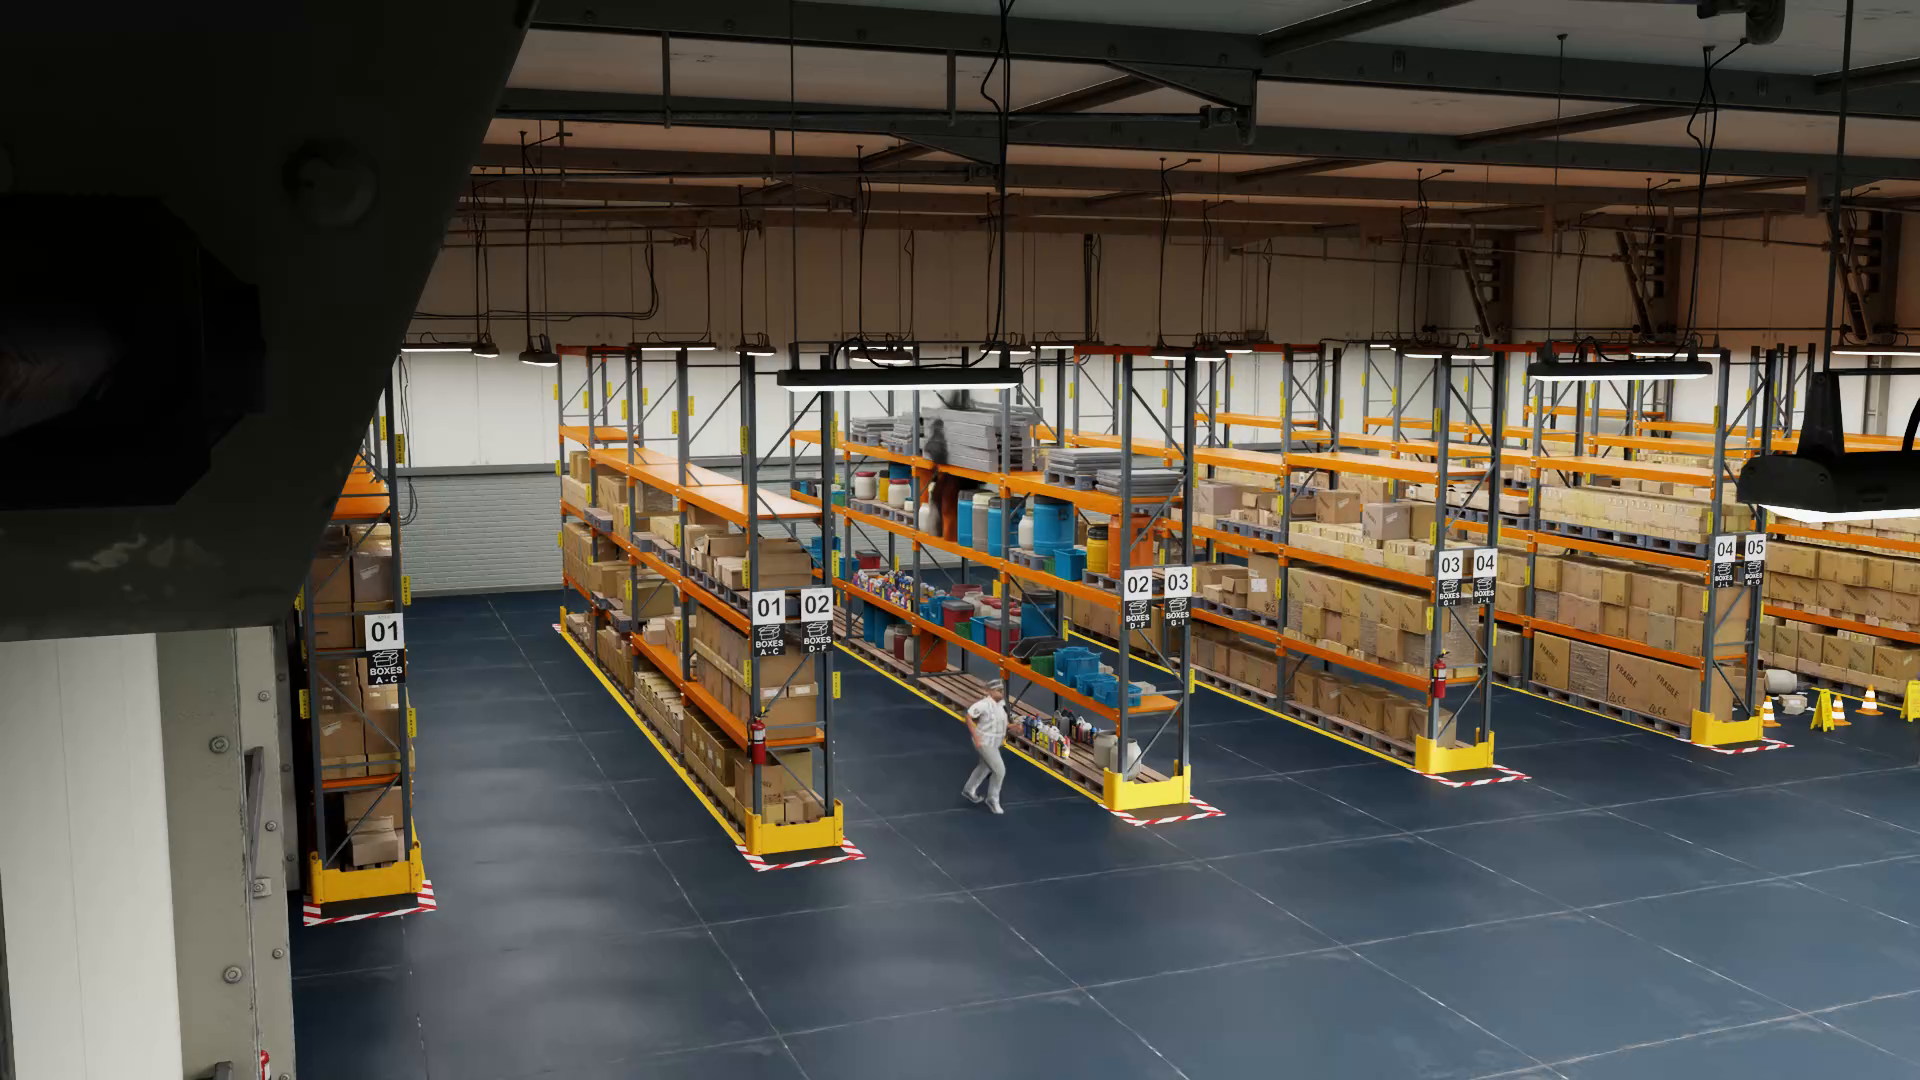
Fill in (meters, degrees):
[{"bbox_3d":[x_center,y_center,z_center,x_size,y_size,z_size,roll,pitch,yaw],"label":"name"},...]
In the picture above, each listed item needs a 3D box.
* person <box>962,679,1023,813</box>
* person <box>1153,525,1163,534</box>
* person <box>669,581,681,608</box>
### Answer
[{"bbox_3d":[0.392,2.714,21.934,0.888,1.831,0.591,4,8,26],"label":"person"},{"bbox_3d":[4.788,0.338,40.787,0.686,1.661,0.608,6,9,38],"label":"person"},{"bbox_3d":[-5.900,0.967,35.229,0.690,1.775,0.971,-6,9,-39],"label":"person"}]
